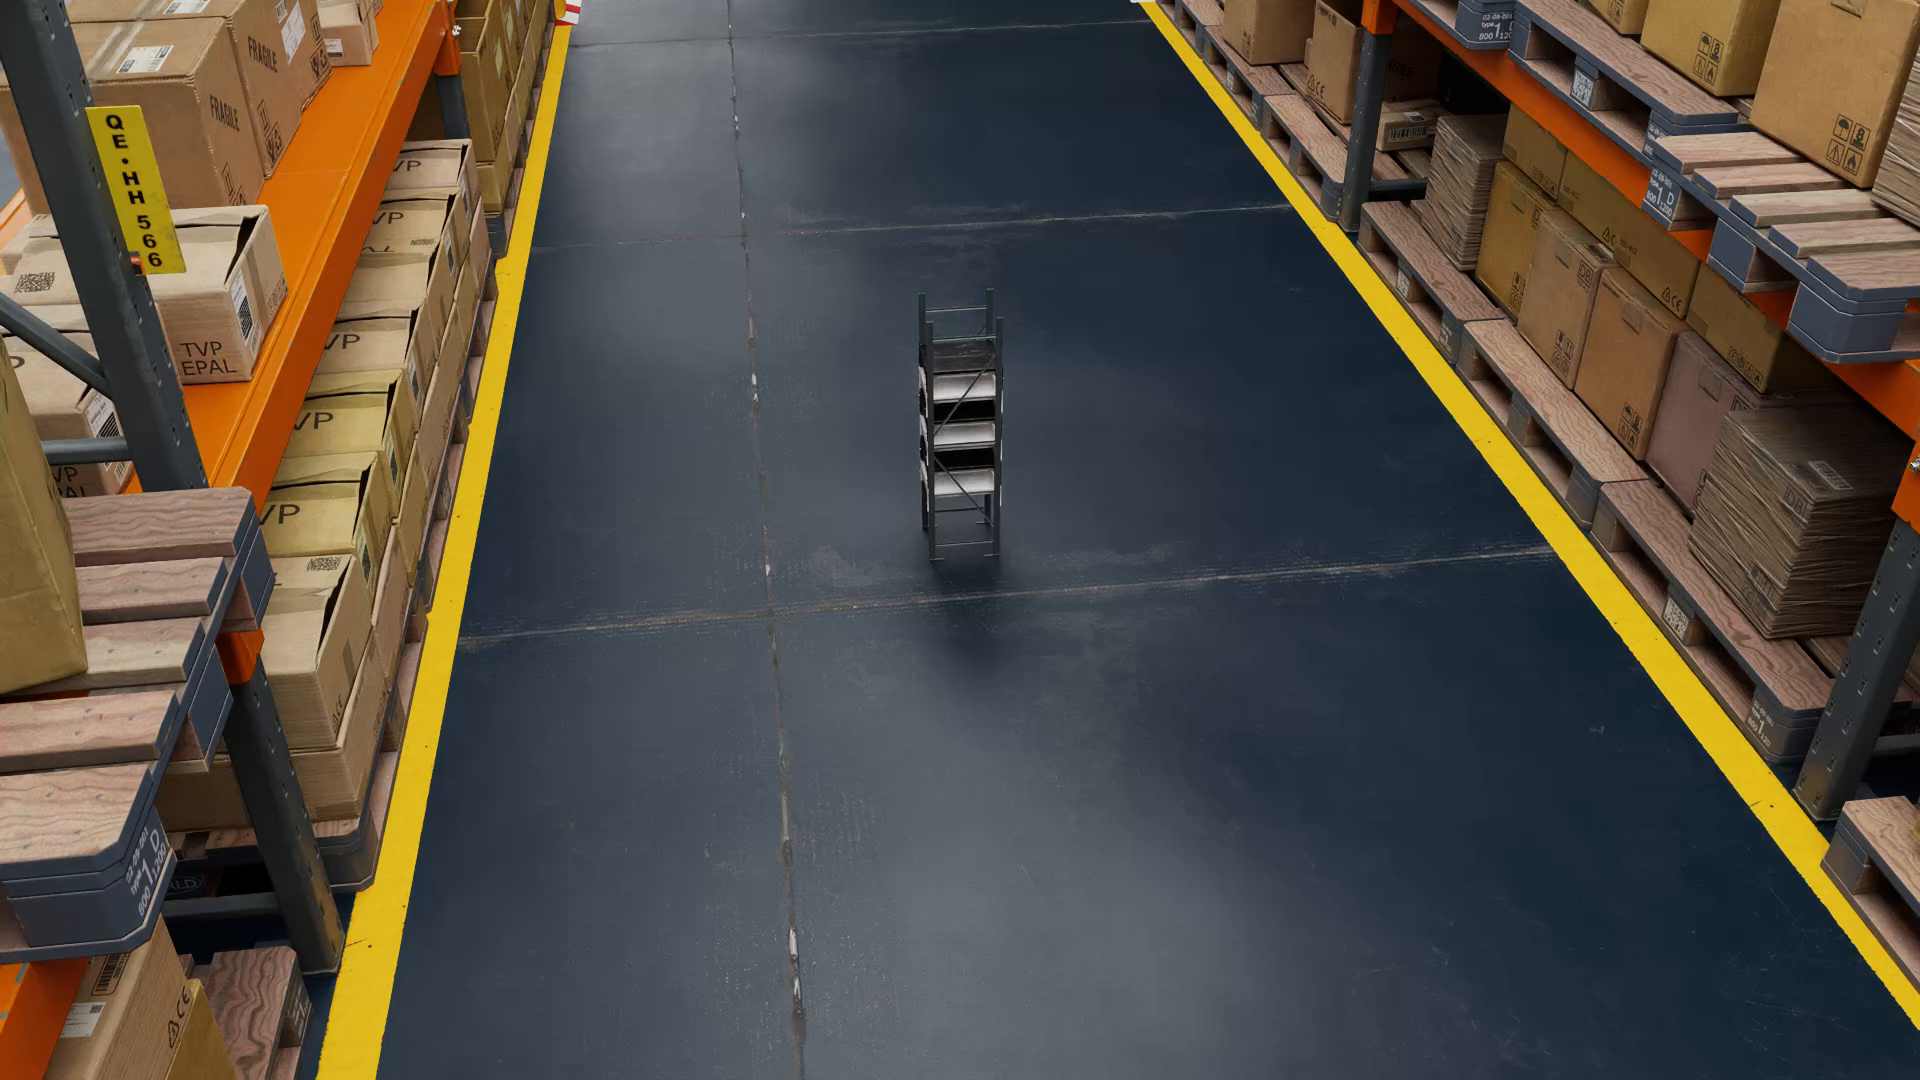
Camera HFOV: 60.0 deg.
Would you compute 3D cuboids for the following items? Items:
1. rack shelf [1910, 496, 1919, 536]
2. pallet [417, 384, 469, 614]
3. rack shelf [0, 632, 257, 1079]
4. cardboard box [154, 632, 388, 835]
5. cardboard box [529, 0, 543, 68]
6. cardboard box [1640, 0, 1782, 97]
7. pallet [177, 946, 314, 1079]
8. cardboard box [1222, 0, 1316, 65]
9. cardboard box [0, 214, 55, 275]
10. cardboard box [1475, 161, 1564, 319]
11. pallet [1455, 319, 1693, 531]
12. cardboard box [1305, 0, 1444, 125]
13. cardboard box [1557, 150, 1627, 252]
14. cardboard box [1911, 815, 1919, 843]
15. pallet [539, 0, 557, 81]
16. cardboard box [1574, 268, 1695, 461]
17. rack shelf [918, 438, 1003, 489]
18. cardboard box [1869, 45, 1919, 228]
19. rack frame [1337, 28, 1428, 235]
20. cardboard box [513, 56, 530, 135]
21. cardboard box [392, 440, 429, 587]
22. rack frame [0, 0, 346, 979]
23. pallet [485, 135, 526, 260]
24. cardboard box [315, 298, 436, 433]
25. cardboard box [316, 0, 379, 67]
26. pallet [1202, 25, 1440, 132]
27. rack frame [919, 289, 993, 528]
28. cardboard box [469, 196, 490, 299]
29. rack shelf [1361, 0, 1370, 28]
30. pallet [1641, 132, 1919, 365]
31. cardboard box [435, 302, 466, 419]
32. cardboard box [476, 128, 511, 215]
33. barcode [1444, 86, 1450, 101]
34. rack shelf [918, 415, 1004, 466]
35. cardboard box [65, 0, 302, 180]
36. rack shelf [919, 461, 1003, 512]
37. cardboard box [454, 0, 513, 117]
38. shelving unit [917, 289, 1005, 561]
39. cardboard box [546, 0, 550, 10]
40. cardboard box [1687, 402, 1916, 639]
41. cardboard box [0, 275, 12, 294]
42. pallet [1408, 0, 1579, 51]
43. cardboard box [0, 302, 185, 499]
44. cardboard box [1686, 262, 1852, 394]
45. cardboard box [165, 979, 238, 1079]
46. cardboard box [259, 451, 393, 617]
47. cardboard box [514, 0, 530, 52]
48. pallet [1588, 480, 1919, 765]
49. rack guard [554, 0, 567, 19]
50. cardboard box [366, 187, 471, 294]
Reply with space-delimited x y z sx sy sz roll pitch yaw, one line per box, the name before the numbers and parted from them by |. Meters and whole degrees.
rack shelf | 3.120 0.888 2.423 1.077 0.370 4.000 -4 35 -6
pallet | -2.290 -0.138 5.765 1.003 0.211 1.213 -4 35 -6
rack shelf | -1.788 1.265 1.869 1.077 0.370 4.000 -4 35 -6
cardboard box | -1.837 0.500 4.422 0.500 0.250 0.500 -4 35 -7
cardboard box | -2.620 -2.816 9.288 0.500 0.250 0.500 -4 35 -6
cardboard box | 2.588 -1.704 5.107 0.700 0.500 0.500 -4 35 -6
pallet | -1.994 1.423 3.474 1.003 0.211 1.213 -4 35 -6
cardboard box | 1.904 -3.015 9.339 0.700 0.500 0.500 -6 35 -9
cardboard box | -2.285 -0.752 4.413 0.380 0.149 0.250 -2 34 -3
cardboard box | 2.548 -1.213 6.695 0.700 0.500 0.500 -5 35 -7
pallet | 2.586 -0.489 6.280 1.003 0.211 1.213 -4 35 -6
cardboard box | 2.134 -2.483 8.559 0.500 0.500 0.500 -7 35 -10
cardboard box | 2.565 -1.272 6.115 0.500 0.250 0.500 -5 35 -8
cardboard box | 2.820 0.609 3.728 0.750 0.750 0.750 -5 35 -7
pallet | -2.989 -3.037 10.019 1.003 0.211 1.213 -4 35 -6
cardboard box | 2.653 -0.644 5.860 0.700 0.500 0.500 -5 35 -7
rack shelf | 0.001 -0.265 5.559 0.258 0.077 0.200 -4 35 -6
cardboard box | 2.778 -1.010 4.090 0.700 0.500 0.500 -8 35 -12
rack frame | 2.313 -2.758 7.133 1.000 3.000 0.127 -4 35 -6
cardboard box | -2.482 -2.259 8.469 0.500 0.250 0.500 -4 35 -6
cardboard box | -1.981 -0.070 5.258 0.500 0.250 0.500 -5 35 -8
rack frame | -2.057 -0.149 3.304 1.000 3.000 0.127 -4 35 -6
pallet | -2.661 -1.675 8.021 1.003 0.211 1.213 -4 35 -6
cardboard box | -2.052 -0.596 5.532 0.500 0.311 0.500 -5 35 -7
cardboard box | -2.295 -1.848 5.918 0.396 0.266 0.258 -5 35 -8
pallet | 2.020 -2.660 9.466 1.003 0.211 1.213 -4 35 -6
rack frame | -0.013 -0.424 5.573 0.240 0.900 0.006 -4 35 -6
cardboard box | -2.252 -1.209 6.928 0.500 0.250 0.500 -5 35 -7
rack shelf | 2.044 -3.577 8.974 1.077 0.370 4.000 -4 35 -6
pallet | 2.649 -0.836 4.484 1.213 0.211 1.003 -4 35 -6
cardboard box | -2.117 -0.641 6.095 0.500 0.250 0.500 -4 34 -5
cardboard box | -2.357 -1.700 7.649 0.500 0.250 0.500 -4 35 -6
barcode | 2.496 -2.288 8.522 0.001 0.075 0.075 -4 35 -6
rack shelf | 0.001 -0.340 5.509 0.258 0.077 0.200 -4 35 -6
cardboard box | -2.370 -1.419 5.079 0.500 0.500 0.500 -4 35 -6
rack shelf | 0.001 -0.191 5.610 0.258 0.077 0.200 -4 35 -6
cardboard box | -2.423 -2.289 7.848 0.500 0.500 0.500 -4 35 -6
shelving unit | 0.001 -0.367 5.490 0.258 0.900 0.210 -4 35 -6
cardboard box | -2.768 -3.373 10.105 0.500 0.250 0.500 -4 35 -6
cardboard box | 2.702 -0.072 5.022 0.700 0.500 0.500 -4 34 -6
cardboard box | -2.452 -0.526 4.081 0.380 0.149 0.250 -4 35 -6
pallet | 2.271 -2.241 6.545 1.003 0.211 1.213 -4 35 -6
cardboard box | -2.063 -0.318 3.632 0.500 0.311 0.500 -2 34 -3
cardboard box | 2.688 -0.705 5.284 0.500 0.250 0.500 -4 34 -5
cardboard box | -1.699 1.207 3.145 0.500 0.500 0.500 -3 34 -5
cardboard box | -1.916 -0.025 4.693 0.500 0.311 0.500 -5 35 -8
cardboard box | -2.551 -2.847 8.667 0.500 0.500 0.500 -4 35 -6
pallet | 2.747 0.190 5.283 1.003 0.211 1.213 -4 35 -6
rack guard | -3.137 -3.593 10.579 1.175 0.500 0.348 -4 35 -6
cardboard box | -2.181 -1.156 6.353 0.500 0.311 0.500 -3 34 -5
